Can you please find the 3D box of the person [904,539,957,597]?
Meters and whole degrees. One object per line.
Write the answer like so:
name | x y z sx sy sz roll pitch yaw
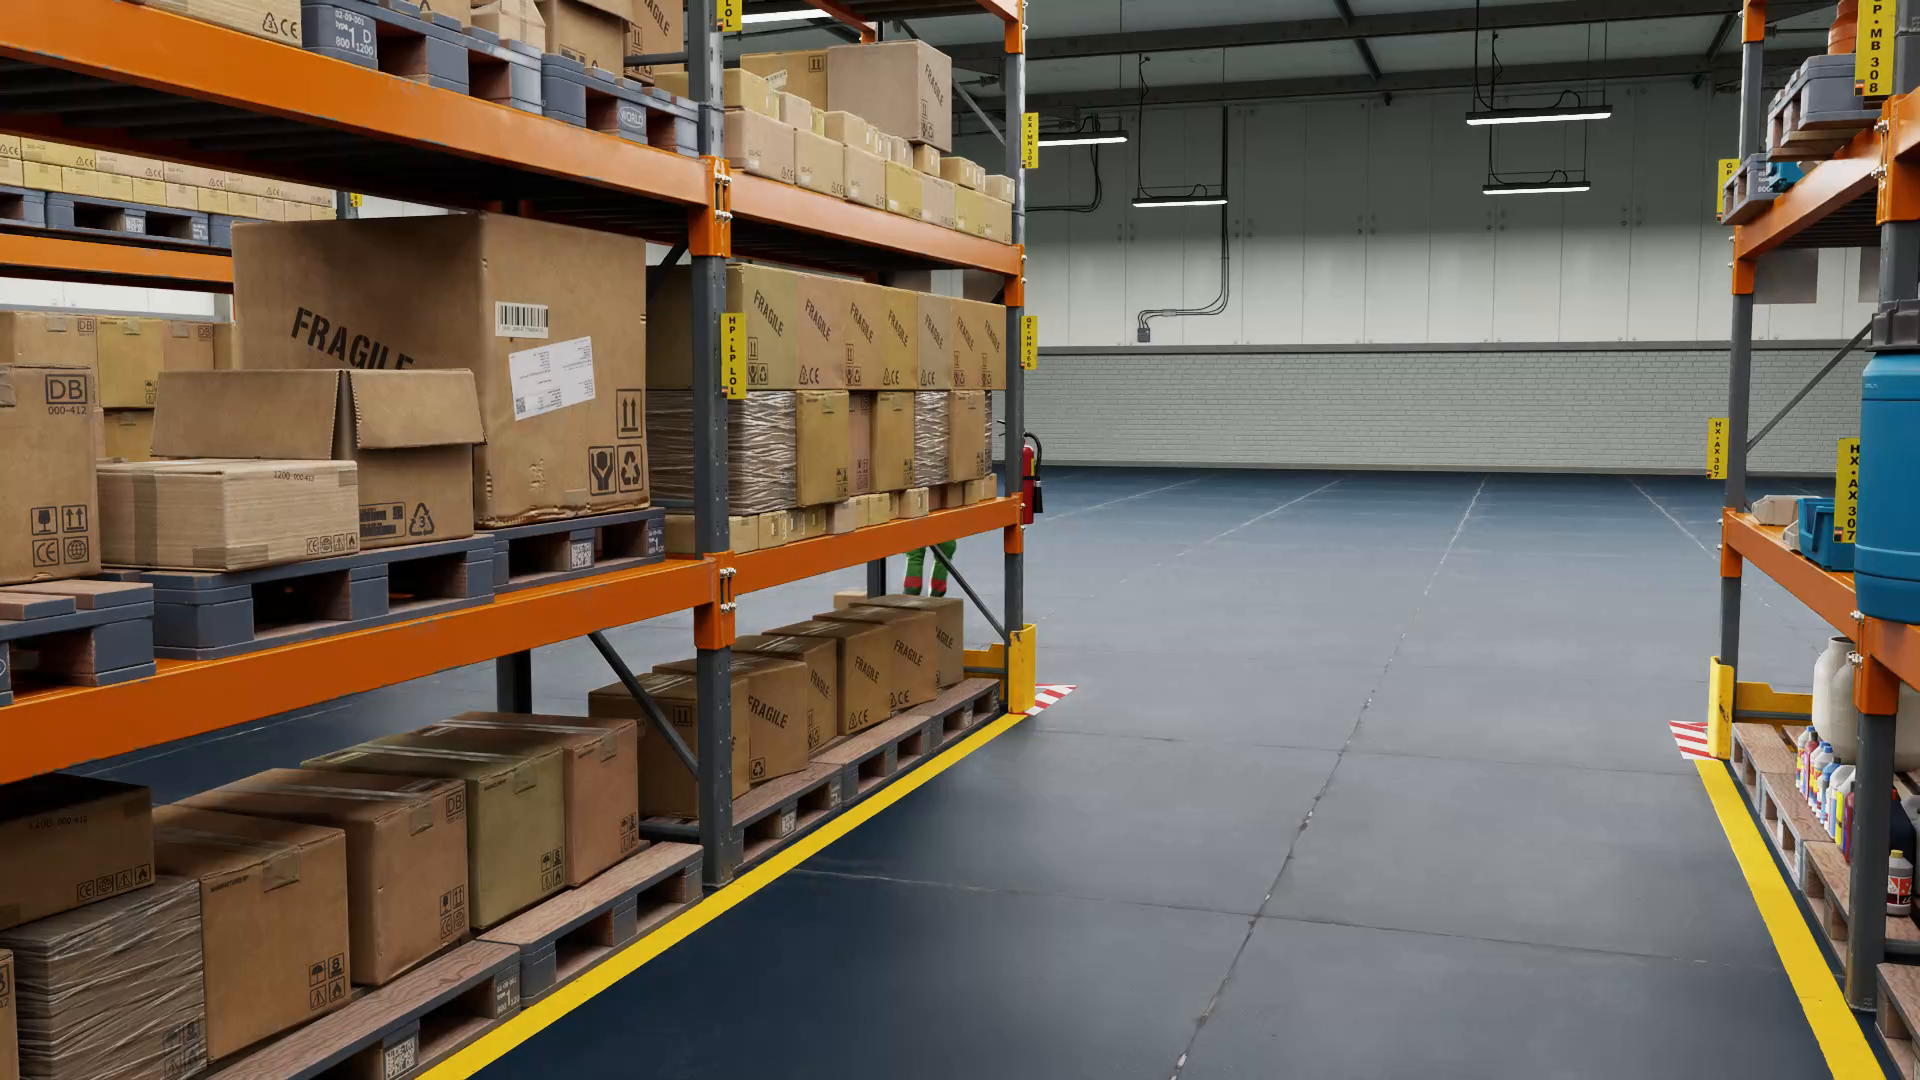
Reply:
person | -0.268 -0.188 13.953 0.589 1.778 0.593 2 5 17
